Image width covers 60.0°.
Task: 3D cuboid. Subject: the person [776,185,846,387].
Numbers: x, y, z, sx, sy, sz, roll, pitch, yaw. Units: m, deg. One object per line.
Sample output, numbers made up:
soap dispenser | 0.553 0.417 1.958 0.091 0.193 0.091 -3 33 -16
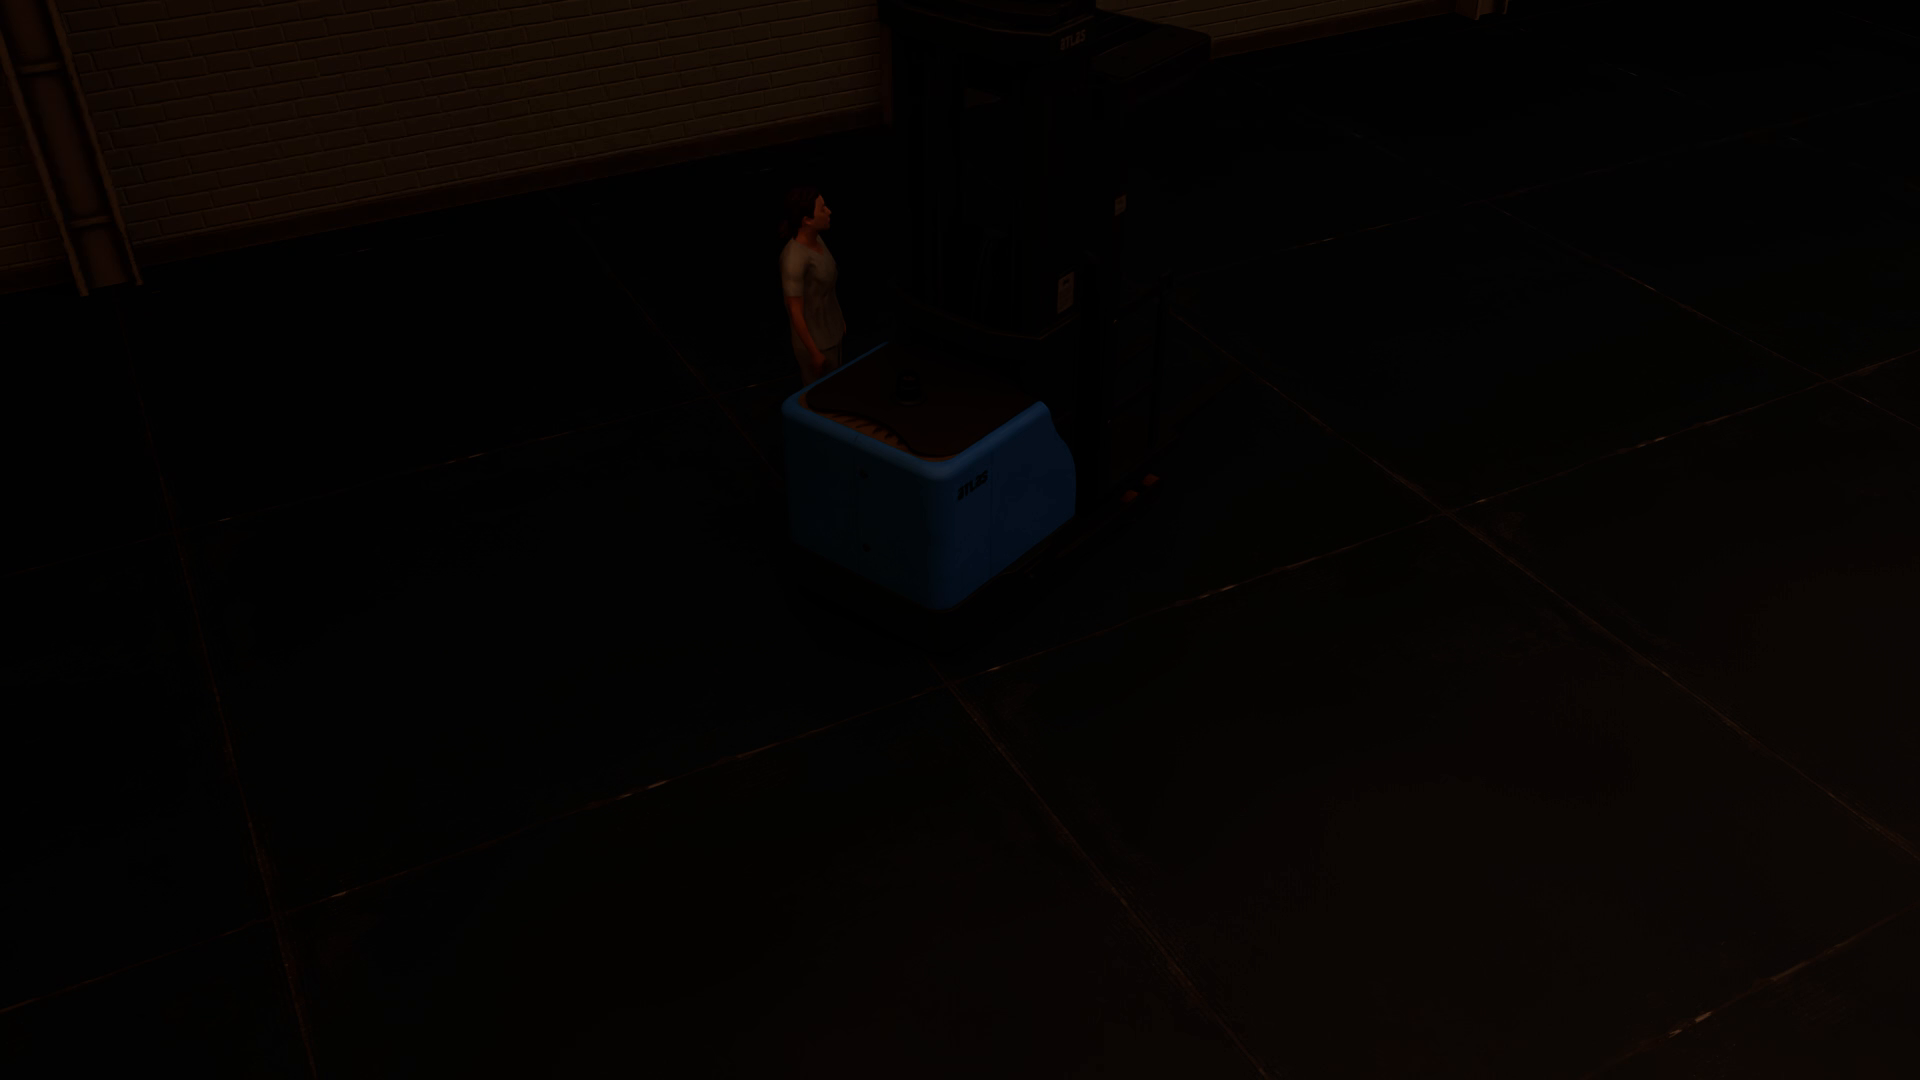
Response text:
person | -0.675 -1.035 8.678 0.522 1.669 0.545 4 36 6

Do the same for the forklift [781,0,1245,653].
forklift | 0.460 -1.456 8.182 1.130 2.935 3.031 25 42 31
